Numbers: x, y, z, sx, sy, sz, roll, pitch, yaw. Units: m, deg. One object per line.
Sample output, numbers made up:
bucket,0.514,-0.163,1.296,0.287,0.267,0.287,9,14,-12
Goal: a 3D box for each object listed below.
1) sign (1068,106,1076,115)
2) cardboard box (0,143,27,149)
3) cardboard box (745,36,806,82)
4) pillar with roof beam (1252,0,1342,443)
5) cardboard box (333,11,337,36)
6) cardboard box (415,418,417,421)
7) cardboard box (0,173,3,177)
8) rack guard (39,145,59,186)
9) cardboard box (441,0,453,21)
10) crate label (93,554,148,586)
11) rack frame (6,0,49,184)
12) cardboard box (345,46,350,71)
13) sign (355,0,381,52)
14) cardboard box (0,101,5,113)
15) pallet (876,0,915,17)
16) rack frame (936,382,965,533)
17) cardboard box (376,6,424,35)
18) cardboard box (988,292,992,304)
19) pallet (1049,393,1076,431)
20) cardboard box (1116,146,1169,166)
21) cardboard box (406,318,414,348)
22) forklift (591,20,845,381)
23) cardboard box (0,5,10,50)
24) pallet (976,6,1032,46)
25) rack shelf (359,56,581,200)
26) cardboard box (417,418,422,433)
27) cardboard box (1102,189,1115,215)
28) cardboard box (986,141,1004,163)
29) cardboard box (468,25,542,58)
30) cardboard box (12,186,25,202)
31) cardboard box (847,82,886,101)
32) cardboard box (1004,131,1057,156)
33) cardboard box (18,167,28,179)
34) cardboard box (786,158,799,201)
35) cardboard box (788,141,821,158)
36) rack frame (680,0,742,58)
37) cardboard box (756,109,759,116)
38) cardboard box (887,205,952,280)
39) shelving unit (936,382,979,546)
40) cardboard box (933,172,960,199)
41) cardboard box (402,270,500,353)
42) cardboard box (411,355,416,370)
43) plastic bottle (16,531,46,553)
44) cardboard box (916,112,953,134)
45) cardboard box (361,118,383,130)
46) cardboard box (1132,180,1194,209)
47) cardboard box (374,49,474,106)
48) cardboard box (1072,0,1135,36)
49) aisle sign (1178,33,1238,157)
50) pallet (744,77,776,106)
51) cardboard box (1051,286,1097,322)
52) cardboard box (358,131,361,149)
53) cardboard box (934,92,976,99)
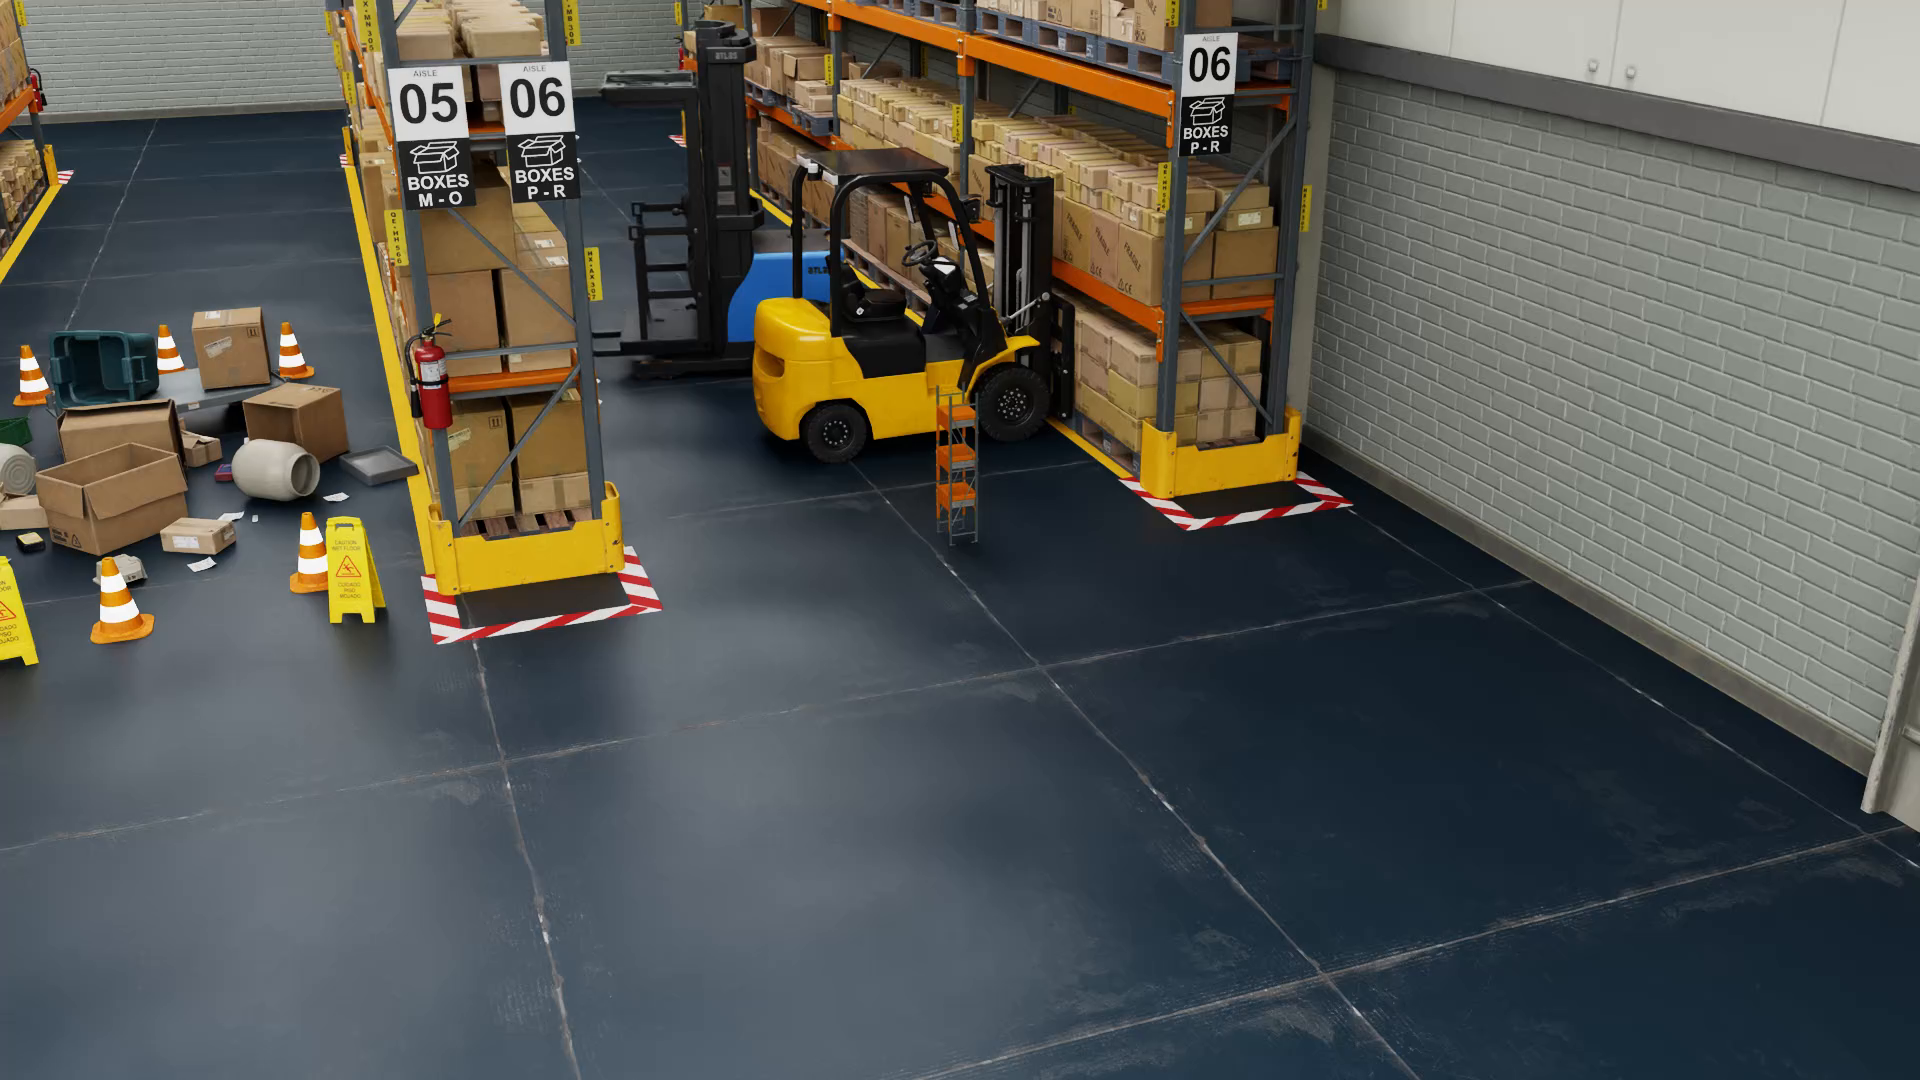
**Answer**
sign,1.005,-3.789,15.161,0.100,0.325,0.005,-8,24,-19
cardboard box,-12.531,-5.136,21.937,0.380,0.149,0.250,-8,24,-18
cardboard box,-2.378,-6.217,21.468,0.700,0.500,0.500,-8,24,-18
pillar with roof beam,-1.530,-4.374,10.041,9.100,9.000,0.400,-8,24,-19
cardboard box,-7.936,-6.694,21.854,0.500,0.500,0.500,-8,24,-19
cardboard box,-3.811,-0.885,12.487,0.500,0.250,0.500,-9,24,-20
cardboard box,-11.682,-4.286,19.921,0.380,0.149,0.250,-9,24,-20
rack guard,-12.963,-5.059,22.610,1.175,0.500,0.348,-8,24,-19
cardboard box,-3.457,-3.767,11.760,0.380,0.149,0.250,-9,24,-20
crate label,-5.355,0.197,10.605,0.298,0.136,0.250,18,29,36
rack frame,-12.990,-6.239,22.190,1.000,3.000,0.127,-8,24,-19
cardboard box,-6.354,-5.073,18.009,0.500,0.500,0.500,-8,24,-19
sign,-3.269,-2.862,9.177,0.100,0.325,0.005,-8,24,-19
cardboard box,-11.882,-5.289,20.261,0.380,0.149,0.250,-7,24,-17
pallet,-0.205,-5.385,16.546,1.003,0.211,1.213,-7,24,-17
rack frame,-0.062,-0.548,11.197,0.200,1.050,0.008,-8,24,-19
cardboard box,-3.711,-3.410,10.913,0.380,0.149,0.250,-8,24,-18
cardboard box,0.549,-2.033,14.567,0.500,0.250,0.500,-8,24,-19
pallet,1.163,-1.253,13.952,1.003,0.211,1.213,-8,24,-19
cardboard box,1.461,-3.023,13.213,0.380,0.149,0.250,-8,24,-19
cardboard box,-3.458,-1.394,11.019,0.380,0.149,0.250,-8,24,-18
forklift,-2.558,-2.968,14.517,3.031,2.935,1.130,-3,23,-8
cardboard box,-12.225,-6.379,20.723,0.500,0.500,0.500,-7,24,-16
pallet,0.812,-4.312,13.870,1.003,0.211,1.213,-8,24,-19
rack shelf,-3.449,-2.919,11.377,1.077,0.370,4.000,-8,24,-19
cardboard box,-3.629,-1.042,11.894,0.500,0.500,0.500,-9,24,-20
cardboard box,1.286,-2.539,12.448,0.380,0.149,0.250,-9,24,-19
cardboard box,0.446,-3.376,14.434,0.380,0.149,0.250,-8,24,-18
cardboard box,-2.677,-2.932,9.779,0.380,0.149,0.250,-9,24,-19
cardboard box,-11.901,-4.307,20.738,0.380,0.149,0.250,-9,24,-20
cardboard box,-0.994,-4.822,17.865,0.380,0.149,0.250,-8,24,-18
cardboard box,0.592,-3.321,13.920,0.380,0.149,0.250,-8,24,-18
cardboard box,-12.083,-4.632,21.126,0.380,0.149,0.250,-7,24,-16
cardboard box,-1.832,-4.455,20.636,0.500,0.500,0.500,-9,25,-21
cardboard box,-1.942,-4.892,20.836,0.380,0.149,0.250,-7,24,-17
rack frame,-3.753,-7.637,25.508,1.000,3.000,0.127,-8,24,-19
cardboard box,-3.360,-6.128,24.604,0.700,0.500,0.500,-7,24,-17
cardboard box,-0.243,-3.120,17.307,0.875,0.625,0.625,-9,25,-21
shelving unit,-0.019,-0.503,11.092,0.215,1.050,0.252,-8,24,-19
cardboard box,0.064,-3.355,15.541,0.500,0.250,0.500,-8,24,-18
cardboard box,-3.192,-1.484,10.396,0.500,0.500,0.500,-9,24,-20
cardboard box,-3.548,-1.183,11.394,0.380,0.149,0.250,-8,24,-18
plastic bottle,-6.244,0.007,11.155,0.133,0.061,0.283,-18,29,-37
cardboard box,-0.204,-3.980,15.868,0.380,0.149,0.250,-9,25,-21
cardboard box,-4.043,-2.860,12.375,0.700,0.500,0.500,-8,24,-19
cardboard box,1.460,-2.492,11.954,0.380,0.149,0.250,-8,24,-19
cardboard box,-3.175,-2.740,9.837,0.500,0.250,0.500,-9,24,-20
cardboard box,1.247,-4.005,12.229,0.700,0.500,0.500,-8,24,-19
aisle sign,1.648,-2.957,11.057,0.394,0.787,0.004,-8,24,-19
pallet,-2.159,-5.790,21.372,1.003,0.211,1.213,-8,24,-19
cardboard box,0.900,-1.887,13.577,0.500,0.250,0.500,-9,24,-20
cardboard box,-5.990,-4.127,17.372,0.500,0.250,0.500,-9,25,-21
cardboard box,-0.053,-4.538,17.191,0.380,0.149,0.250,-9,24,-20
